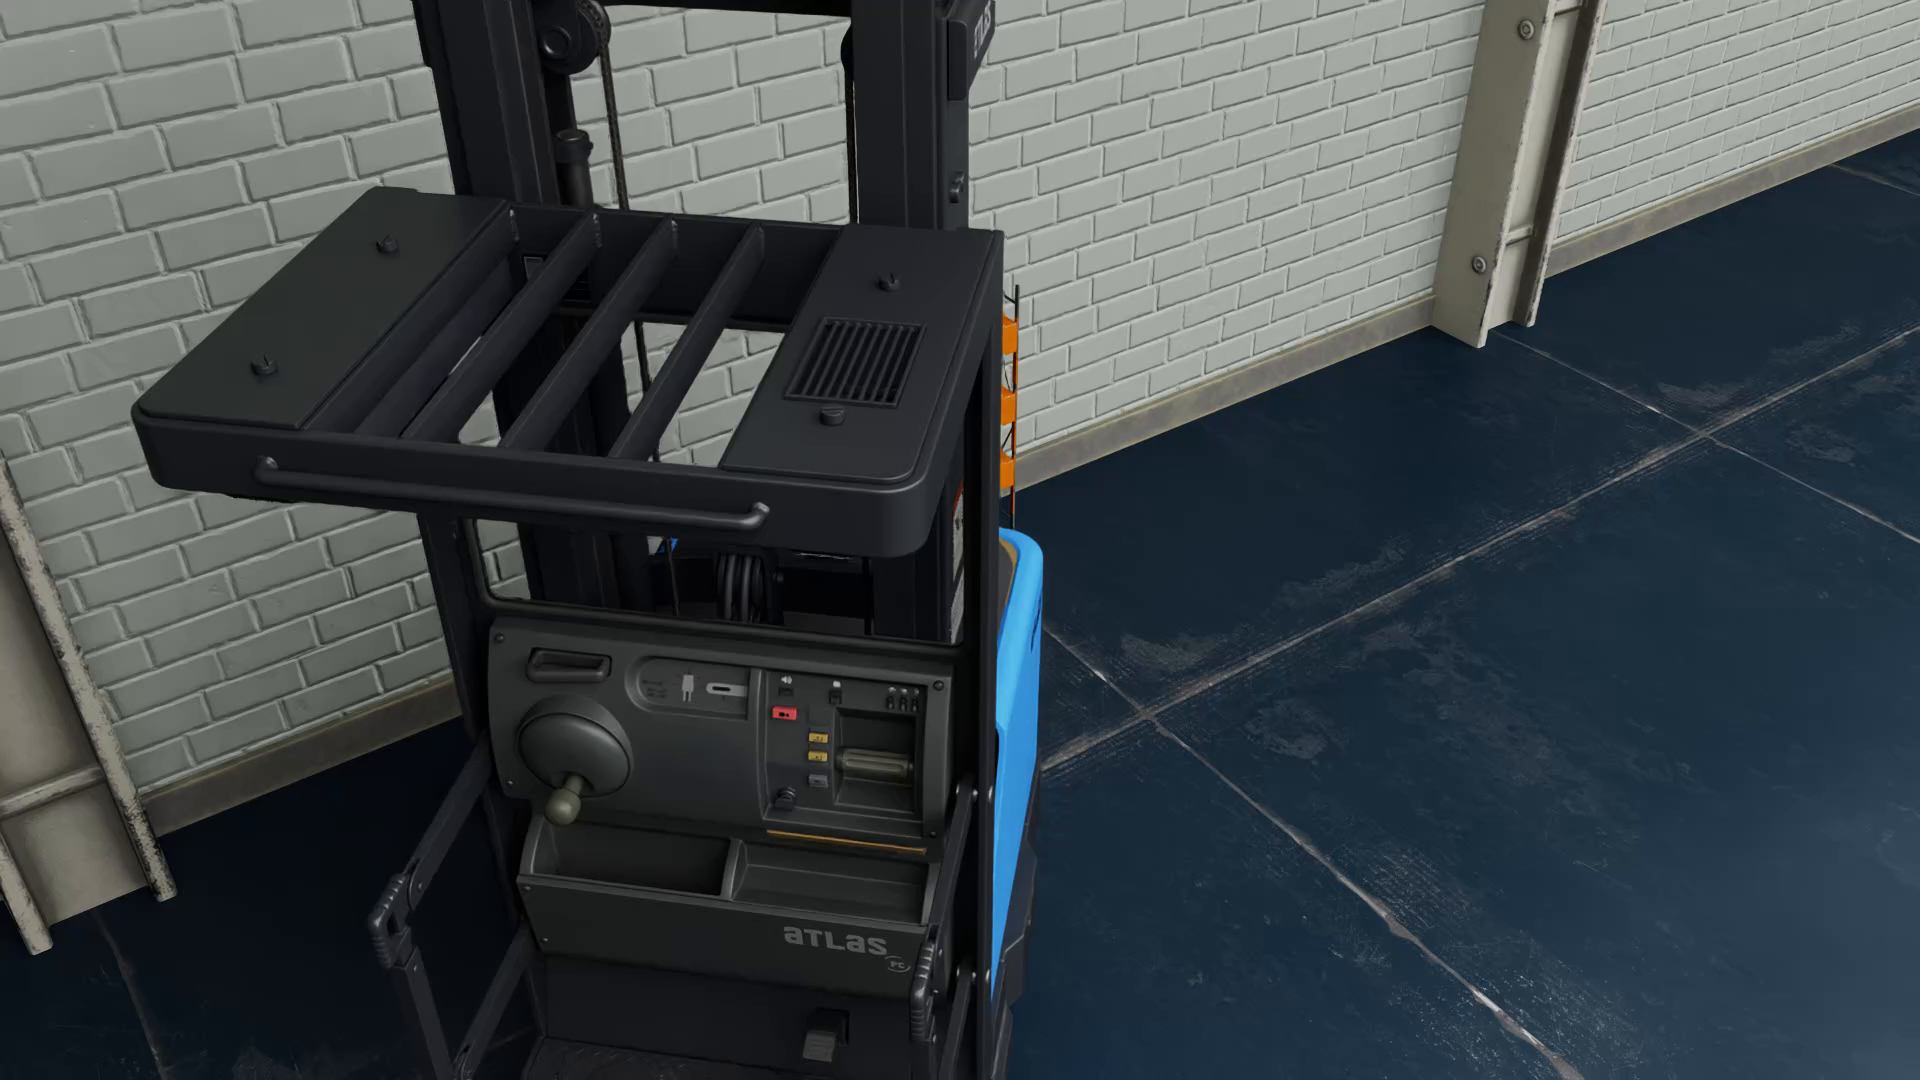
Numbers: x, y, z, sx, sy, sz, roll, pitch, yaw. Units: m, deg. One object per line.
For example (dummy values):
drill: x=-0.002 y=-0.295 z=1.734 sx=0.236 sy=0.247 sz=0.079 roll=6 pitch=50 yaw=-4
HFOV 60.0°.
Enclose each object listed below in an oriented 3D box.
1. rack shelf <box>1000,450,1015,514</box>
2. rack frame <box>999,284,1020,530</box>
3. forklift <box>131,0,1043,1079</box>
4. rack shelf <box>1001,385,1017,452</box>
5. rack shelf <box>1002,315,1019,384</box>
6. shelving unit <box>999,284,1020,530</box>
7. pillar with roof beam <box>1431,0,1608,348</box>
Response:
rack shelf: x=0.044 y=-0.210 z=6.137 sx=0.240 sy=0.259 sz=0.215 roll=-22 pitch=41 yaw=-28
rack frame: x=0.143 y=-0.485 z=6.026 sx=0.008 sy=1.050 sz=0.200 roll=-22 pitch=41 yaw=-28
forklift: x=-0.512 y=0.458 z=3.103 sx=1.130 sy=2.935 sz=3.031 roll=5 pitch=36 yaw=8
rack shelf: x=0.044 y=-0.436 z=5.975 sx=0.240 sy=0.259 sz=0.215 roll=-22 pitch=41 yaw=-28
rack shelf: x=0.044 y=-0.666 z=5.809 sx=0.240 sy=0.259 sz=0.215 roll=-22 pitch=41 yaw=-28
shelving unit: x=0.044 y=-0.444 z=5.968 sx=0.252 sy=1.050 sz=0.215 roll=-22 pitch=41 yaw=-28
pillar with roof beam: x=4.868 y=-2.596 z=2.153 sx=0.400 sy=9.000 sz=9.100 roll=-22 pitch=41 yaw=-28
